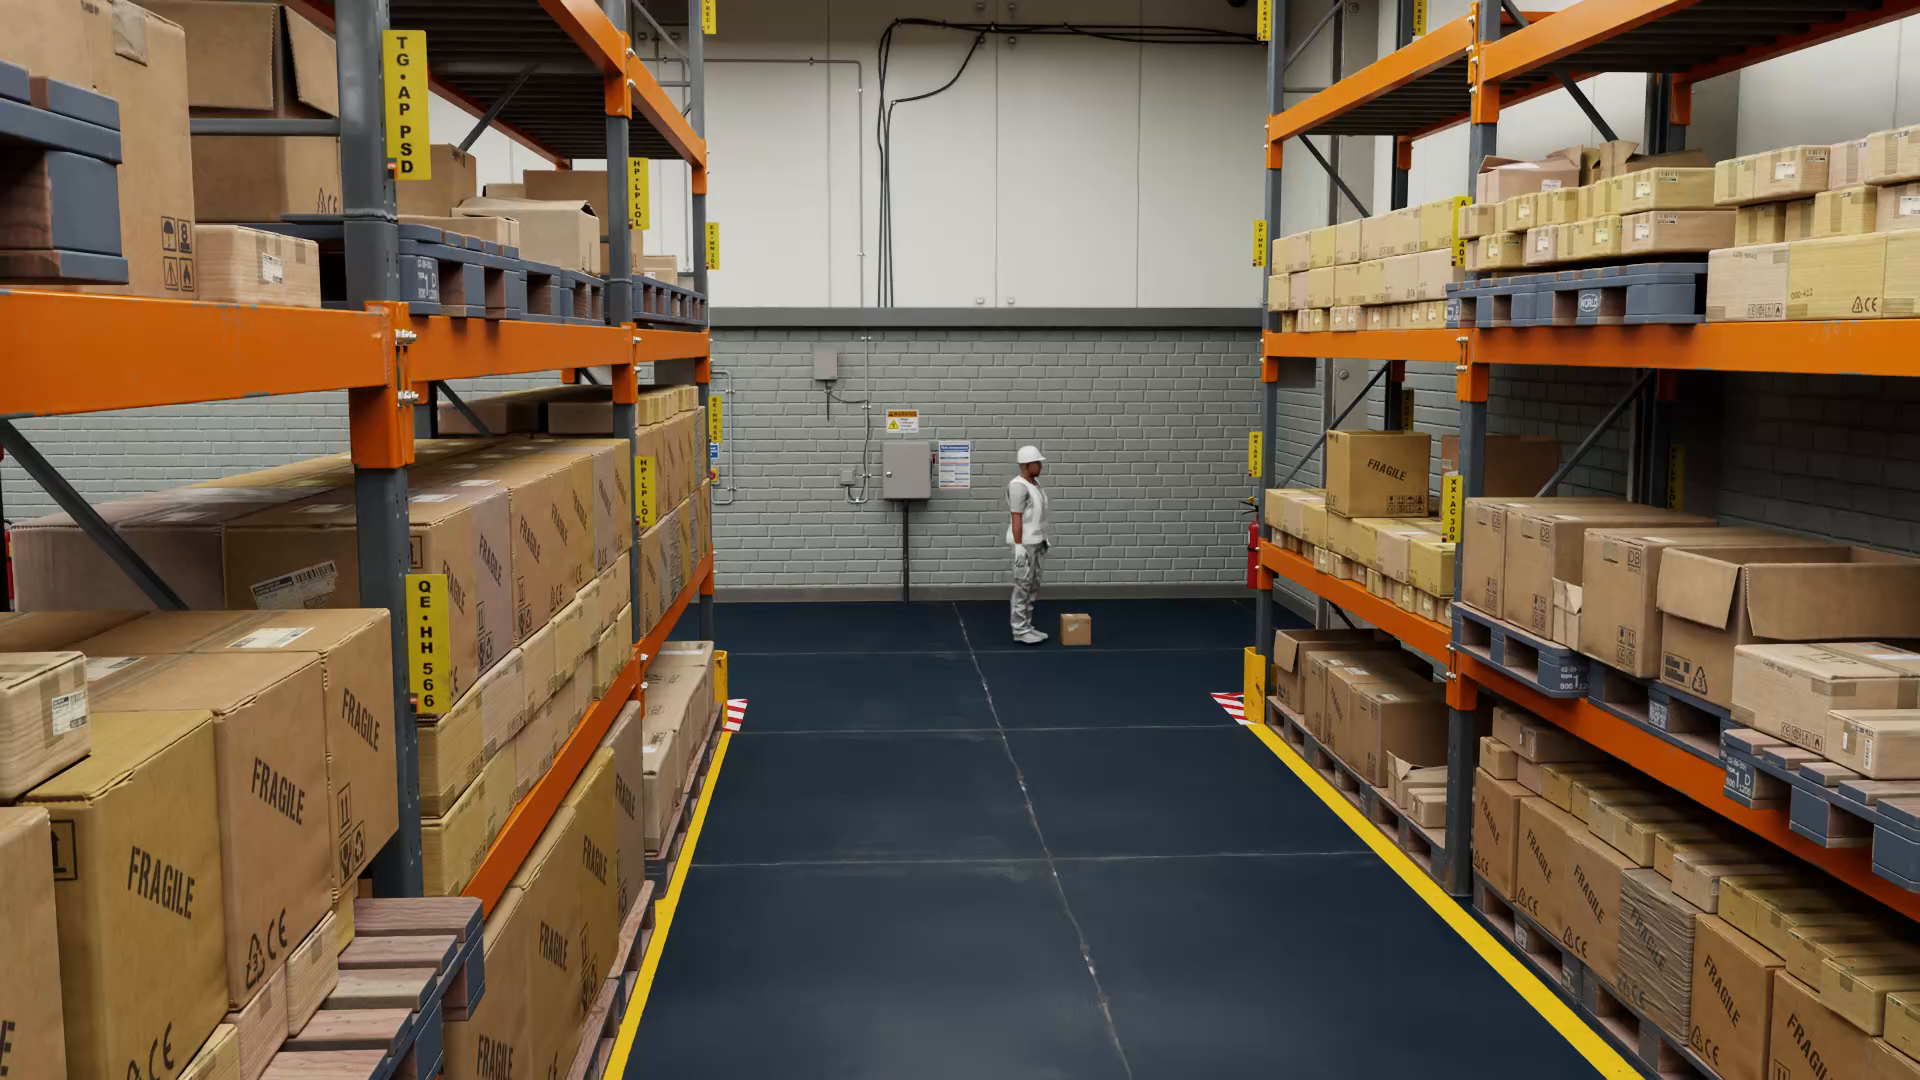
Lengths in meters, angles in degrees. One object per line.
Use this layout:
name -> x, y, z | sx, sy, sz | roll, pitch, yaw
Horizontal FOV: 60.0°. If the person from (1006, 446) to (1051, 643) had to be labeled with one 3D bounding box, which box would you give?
person -> 0.612, 0.036, 15.144 | 0.366, 1.789, 0.569 | 3, 7, 21
